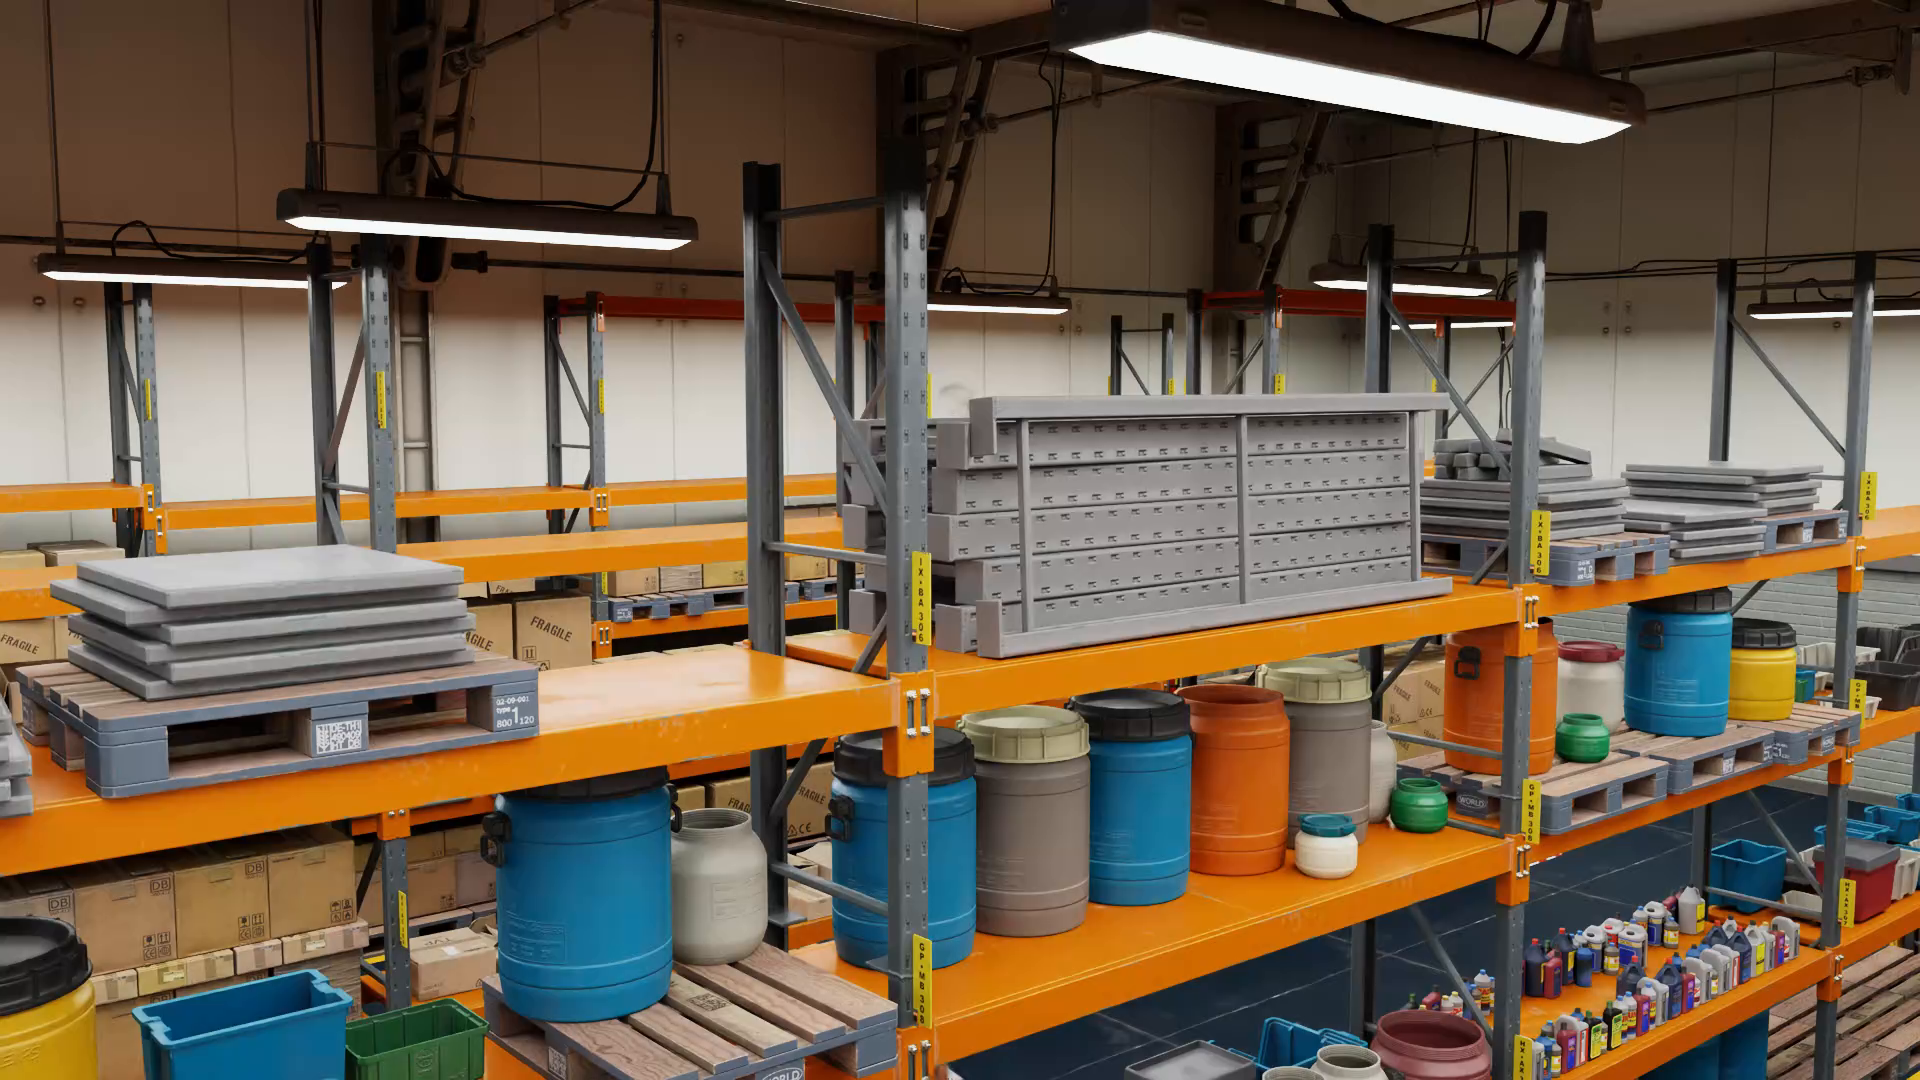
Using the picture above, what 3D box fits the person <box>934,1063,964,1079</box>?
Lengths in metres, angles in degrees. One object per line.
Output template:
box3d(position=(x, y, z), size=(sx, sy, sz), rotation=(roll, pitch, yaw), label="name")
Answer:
box3d(position=(-0.104, 3.460, 8.971), size=(0.647, 1.691, 0.562), rotation=(5, 8, 44), label="person")
